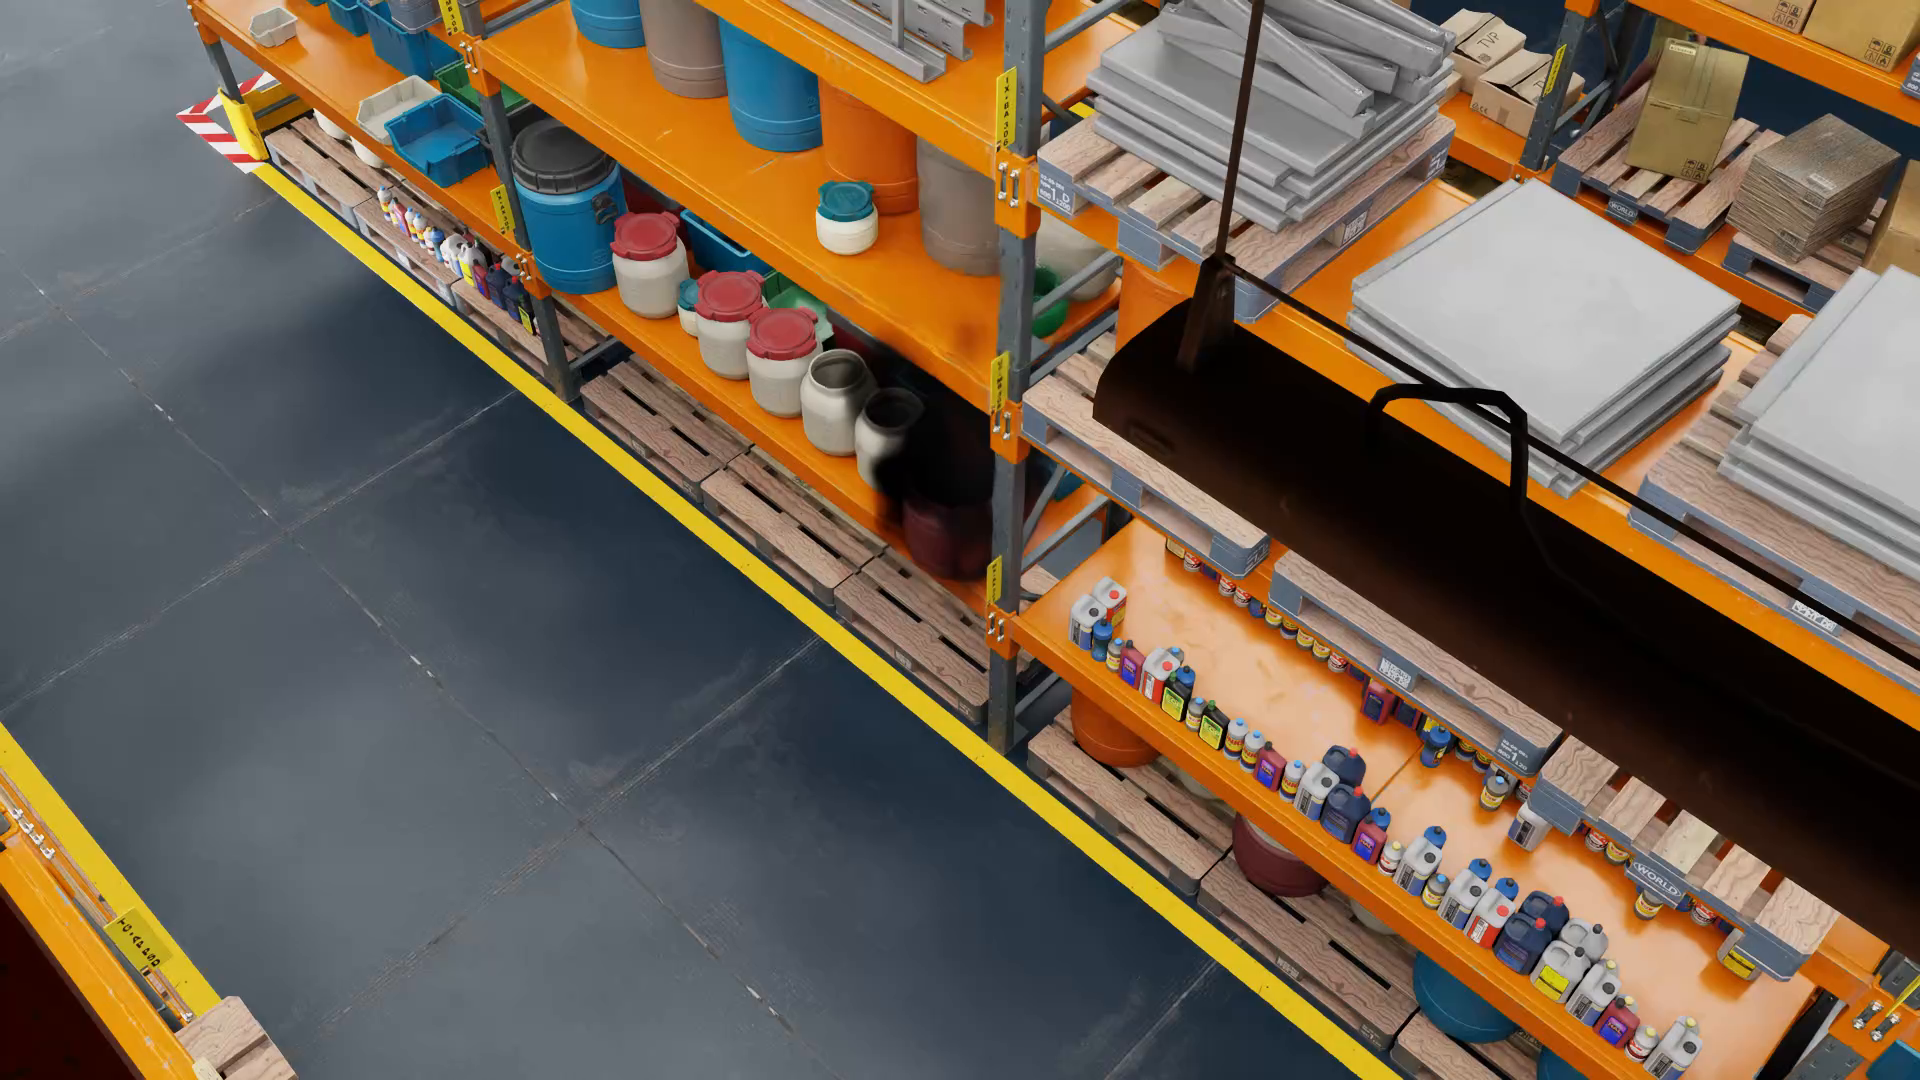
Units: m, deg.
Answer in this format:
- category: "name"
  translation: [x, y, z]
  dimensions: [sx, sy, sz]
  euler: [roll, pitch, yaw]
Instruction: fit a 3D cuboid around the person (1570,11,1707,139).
- category: "person"
  translation: [5.183, -3.519, 12.218]
  dimensions: [0.955, 1.659, 0.577]
  euler: [26, 55, 20]
